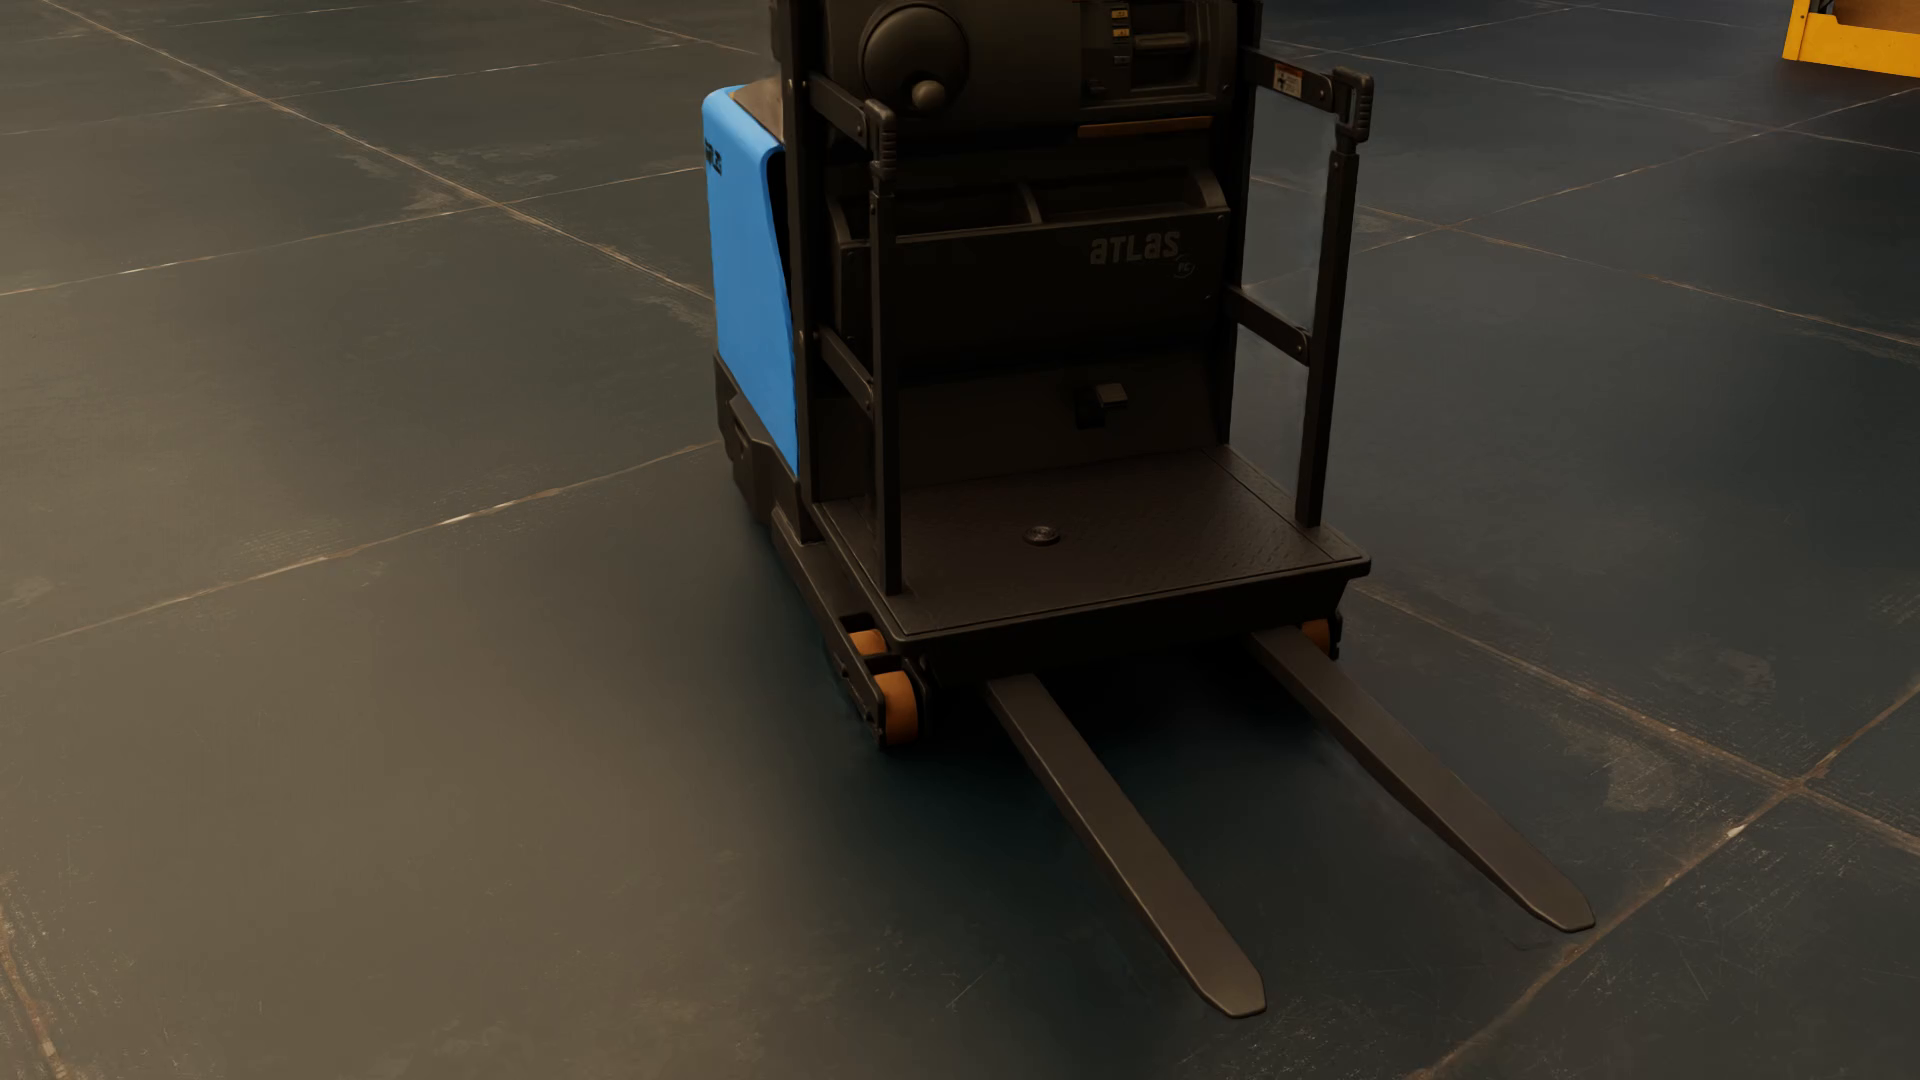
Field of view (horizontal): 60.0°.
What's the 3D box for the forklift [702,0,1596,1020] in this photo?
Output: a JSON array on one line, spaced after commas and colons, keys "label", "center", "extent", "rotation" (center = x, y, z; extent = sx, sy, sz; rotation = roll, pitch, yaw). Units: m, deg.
[{"label": "forklift", "center": [0.232, -1.069, 3.358], "extent": [1.130, 2.935, 3.031], "rotation": [-9, 28, -17]}]
